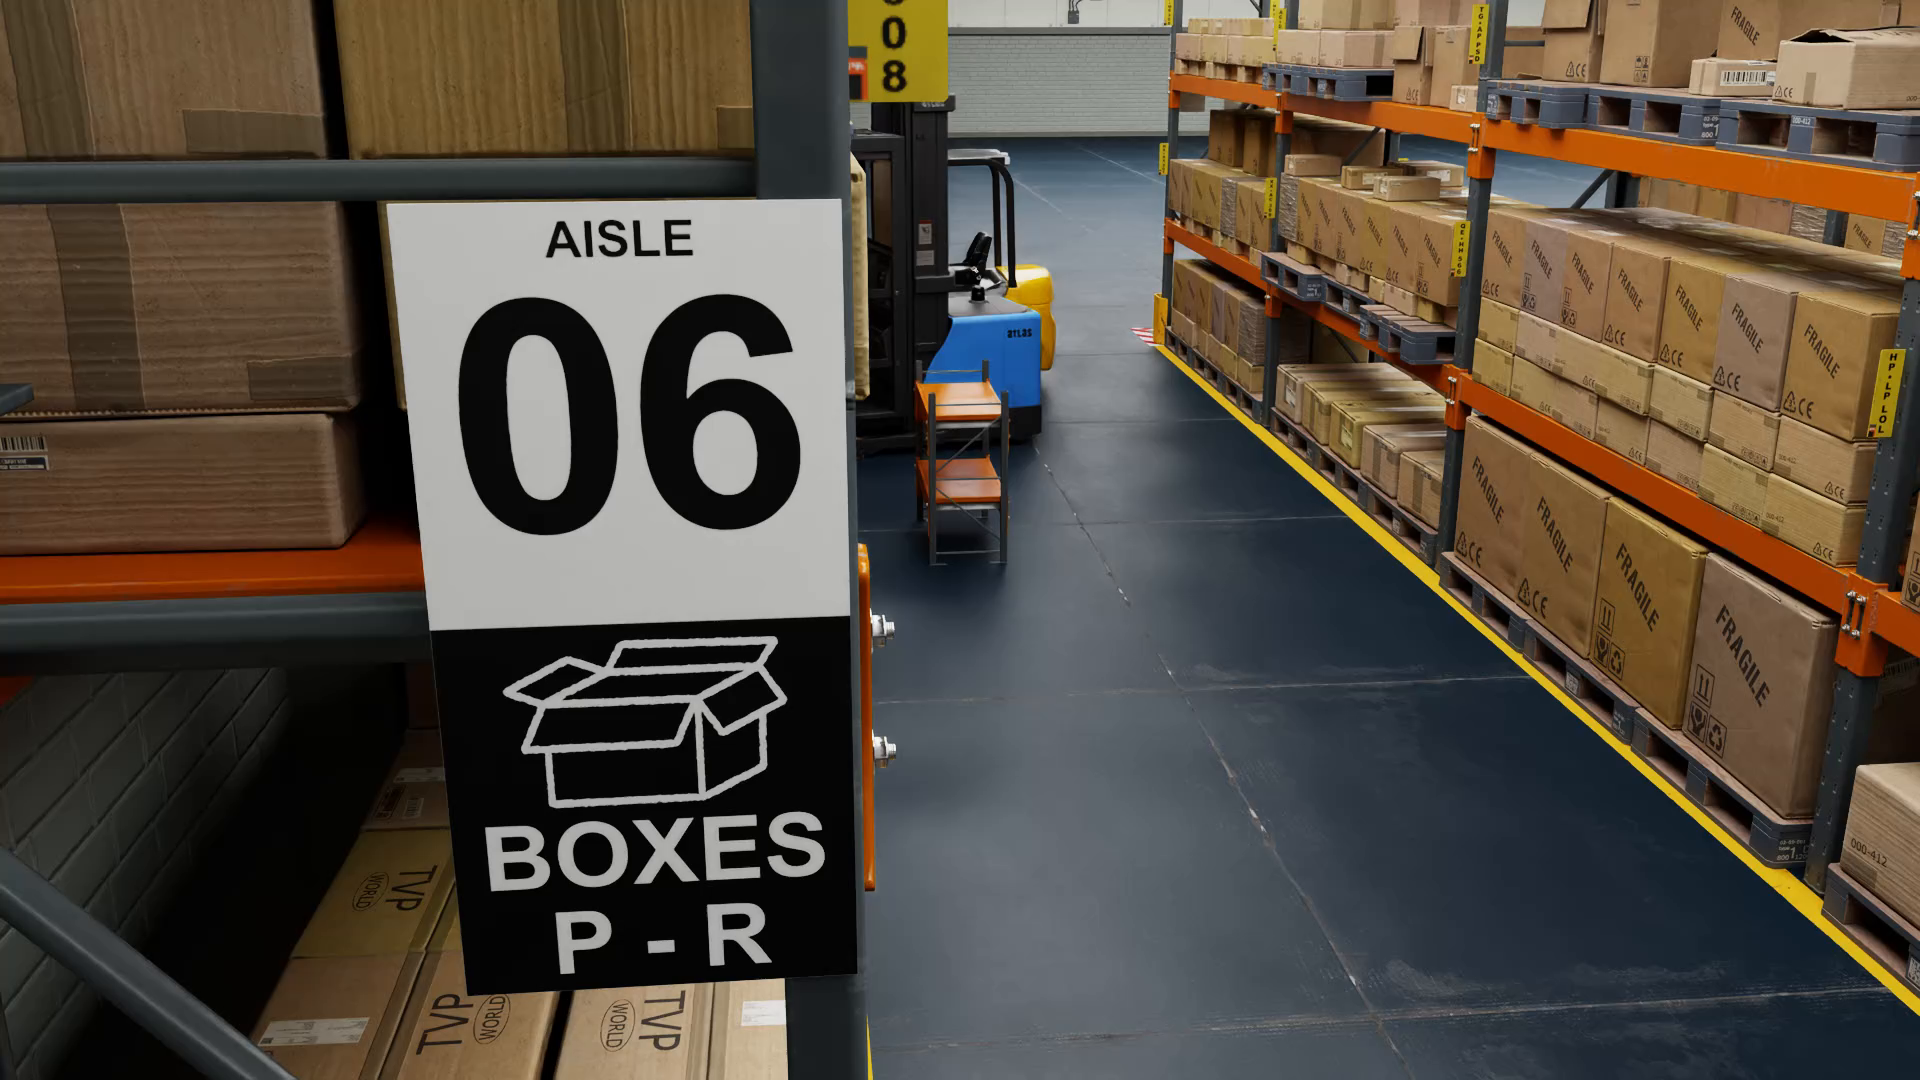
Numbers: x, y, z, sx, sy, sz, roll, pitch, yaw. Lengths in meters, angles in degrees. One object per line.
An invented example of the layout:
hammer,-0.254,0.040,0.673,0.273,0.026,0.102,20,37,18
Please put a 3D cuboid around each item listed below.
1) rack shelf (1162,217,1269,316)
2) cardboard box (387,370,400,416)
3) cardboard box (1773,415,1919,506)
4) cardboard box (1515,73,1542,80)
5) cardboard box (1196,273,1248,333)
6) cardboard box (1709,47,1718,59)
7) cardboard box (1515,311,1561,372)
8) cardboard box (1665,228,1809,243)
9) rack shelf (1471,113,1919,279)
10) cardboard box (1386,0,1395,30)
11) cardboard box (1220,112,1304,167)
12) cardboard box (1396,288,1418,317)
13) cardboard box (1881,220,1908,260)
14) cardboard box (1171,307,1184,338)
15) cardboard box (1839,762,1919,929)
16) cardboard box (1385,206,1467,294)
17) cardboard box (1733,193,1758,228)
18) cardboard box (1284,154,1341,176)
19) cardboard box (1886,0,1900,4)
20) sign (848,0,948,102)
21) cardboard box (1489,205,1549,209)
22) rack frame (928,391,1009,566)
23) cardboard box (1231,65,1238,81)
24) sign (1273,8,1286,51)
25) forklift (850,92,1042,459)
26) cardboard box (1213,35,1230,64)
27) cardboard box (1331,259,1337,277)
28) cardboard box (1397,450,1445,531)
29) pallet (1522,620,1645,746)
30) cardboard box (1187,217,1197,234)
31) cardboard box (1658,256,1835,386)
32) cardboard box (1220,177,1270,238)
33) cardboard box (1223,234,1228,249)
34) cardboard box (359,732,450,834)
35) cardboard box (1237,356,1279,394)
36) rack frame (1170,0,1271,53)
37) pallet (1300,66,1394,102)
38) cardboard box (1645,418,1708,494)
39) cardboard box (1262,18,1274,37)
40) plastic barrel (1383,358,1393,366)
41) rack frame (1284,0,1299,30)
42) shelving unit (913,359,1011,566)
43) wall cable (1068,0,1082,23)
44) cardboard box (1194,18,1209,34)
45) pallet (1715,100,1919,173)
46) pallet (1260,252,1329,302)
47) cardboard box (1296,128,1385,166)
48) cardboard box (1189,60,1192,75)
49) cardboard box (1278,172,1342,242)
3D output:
rack shelf,2.892,-2.675,15.892,1.077,0.370,4.000,-2,18,-6
cardboard box,-1.002,-0.244,2.359,0.380,0.149,0.250,-1,17,-4
cardboard box,3.636,-0.330,6.636,0.500,0.250,0.500,-2,18,-6
cardboard box,3.621,-2.773,10.219,0.396,0.266,0.258,-2,18,-6
cardboard box,2.599,-2.299,16.131,0.500,0.500,0.500,-1,17,-5
cardboard box,4.001,-2.399,8.325,0.396,0.266,0.258,-2,18,-7
cardboard box,3.370,-1.085,9.042,0.500,0.250,0.500,-1,17,-4
cardboard box,3.930,-1.309,8.502,0.500,0.500,0.500,-2,18,-6
rack shelf,3.717,-1.723,7.850,1.077,0.370,4.000,-2,18,-6
cardboard box,3.285,-4.052,12.784,0.500,0.250,0.500,-1,17,-4
cardboard box,3.000,-3.985,16.528,0.700,0.500,0.500,-2,18,-5
cardboard box,3.073,-1.553,10.834,0.380,0.149,0.250,-2,18,-6
cardboard box,7.851,-2.338,13.449,0.500,0.500,0.500,-2,18,-5
cardboard box,2.494,-2.254,17.238,0.500,0.250,0.500,-2,18,-6
cardboard box,3.881,1.173,6.008,0.875,0.438,0.875,-2,18,-6
cardboard box,3.123,-1.901,10.861,0.500,0.500,0.500,-2,18,-7
cardboard box,7.944,-3.114,15.839,0.875,0.550,0.550,-2,18,-6
cardboard box,2.795,-2.971,13.185,0.380,0.149,0.250,-2,18,-6
cardboard box,8.285,-4.740,14.481,0.380,0.149,0.250,-2,18,-6
sign,-0.061,-0.558,1.479,0.100,0.325,0.005,-2,18,-6
cardboard box,3.634,-1.917,10.911,0.500,0.500,0.500,-1,17,-3
rack frame,0.053,-0.383,10.520,0.500,1.125,0.032,-2,18,-6
cardboard box,2.698,-4.282,15.220,0.380,0.149,0.250,-2,18,-6
sign,2.559,-4.081,13.298,0.100,0.325,0.005,-2,18,-6
forklift,-0.897,-2.201,13.294,3.031,2.935,1.130,-6,19,-20
cardboard box,2.626,-4.501,15.252,0.500,0.250,0.500,-1,17,-4
cardboard box,2.972,-2.020,12.323,0.380,0.149,0.250,-2,18,-5
cardboard box,3.463,-0.346,10.958,0.950,0.372,0.625,-3,18,-9
pallet,3.640,0.699,8.597,1.003,0.211,1.213,-2,18,-6
cardboard box,2.482,-3.154,16.633,0.380,0.149,0.250,-2,17,-5
cardboard box,3.534,-0.995,7.502,0.500,0.500,0.500,-1,17,-4
cardboard box,2.687,-3.045,15.203,0.500,0.500,0.500,-1,17,-4
cardboard box,2.657,-2.769,15.408,0.380,0.149,0.250,-2,18,-7
cardboard box,-1.064,0.651,3.850,0.500,0.250,0.500,-2,18,-6
cardboard box,2.770,-1.479,14.769,0.500,0.250,0.500,-1,17,-3
rack frame,2.686,-6.477,16.783,1.000,3.000,0.127,-2,18,-6
pallet,3.166,-3.268,11.884,1.213,0.211,1.003,-2,18,-6
cardboard box,3.542,-0.396,7.681,0.500,0.250,0.500,-2,18,-7
cardboard box,2.745,-4.277,13.873,0.380,0.149,0.250,-2,18,-7
plastic barrel,4.405,-1.817,16.257,0.512,0.421,0.421,11,21,32
rack frame,3.098,-5.285,12.987,1.000,3.000,0.127,-2,18,-6
shelving unit,0.001,-0.535,11.002,0.538,1.125,1.048,-2,18,-6
wall cable,4.286,-17.855,47.347,2.305,6.003,0.169,-2,18,-6
cardboard box,2.478,-4.966,16.067,0.380,0.149,0.250,-2,18,-6
pallet,3.780,-1.651,6.738,0.805,0.209,1.217,-2,18,-8
pallet,3.032,-2.099,13.175,1.003,0.211,1.213,-2,18,-6
cardboard box,3.269,-3.227,14.115,0.700,0.500,0.500,-2,18,-6
cardboard box,2.513,-4.741,16.683,0.380,0.149,0.250,-2,18,-7
cardboard box,2.861,-2.664,13.290,0.500,0.500,0.500,-1,17,-4
